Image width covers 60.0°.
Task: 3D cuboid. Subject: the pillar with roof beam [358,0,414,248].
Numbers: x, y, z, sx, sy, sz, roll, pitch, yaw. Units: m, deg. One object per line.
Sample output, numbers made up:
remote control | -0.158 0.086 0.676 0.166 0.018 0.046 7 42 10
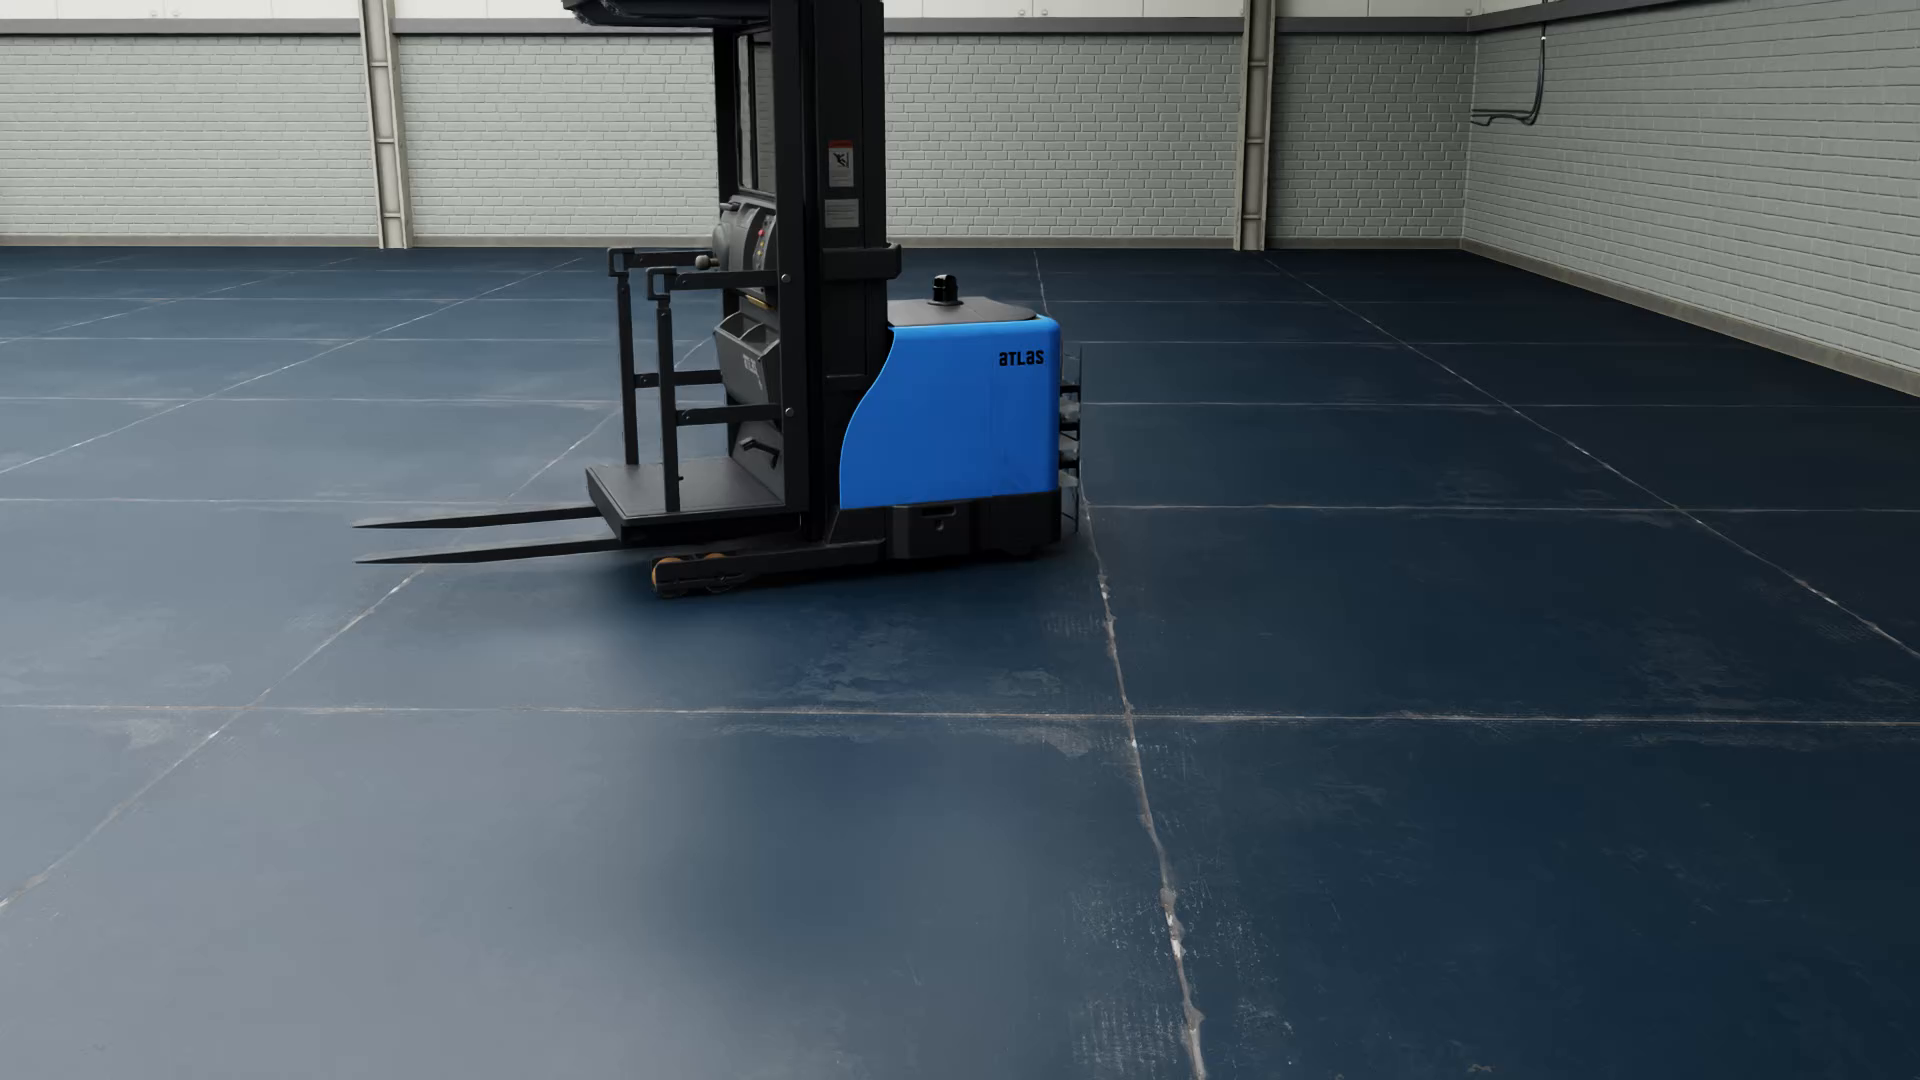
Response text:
pillar with roof beam | -8.073 -7.391 18.215 0.400 9.000 9.100 0 15 1

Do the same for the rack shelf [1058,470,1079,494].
rack shelf | 0.425 -0.276 7.958 0.200 0.077 0.258 -5 16 -20

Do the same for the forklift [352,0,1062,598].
forklift | -1.113 -1.329 7.133 3.031 2.935 1.130 -5 16 -20

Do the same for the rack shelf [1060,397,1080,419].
rack shelf | 0.425 -0.624 7.866 0.200 0.077 0.258 -5 16 -20

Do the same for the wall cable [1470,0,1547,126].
wall cable | 6.945 -6.553 21.125 0.112 2.526 3.097 0 15 1

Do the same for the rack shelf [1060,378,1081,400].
rack shelf | 0.425 -0.711 7.843 0.200 0.077 0.258 -5 16 -20

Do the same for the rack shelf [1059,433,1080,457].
rack shelf | 0.425 -0.450 7.912 0.200 0.077 0.258 -5 16 -20

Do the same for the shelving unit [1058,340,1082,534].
shelving unit | 0.425 -0.482 7.903 0.210 0.900 0.258 -5 16 -20

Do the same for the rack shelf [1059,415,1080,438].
rack shelf | 0.425 -0.537 7.889 0.200 0.077 0.258 -5 16 -20

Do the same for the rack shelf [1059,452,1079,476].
rack shelf | 0.425 -0.363 7.935 0.200 0.077 0.258 -5 16 -20

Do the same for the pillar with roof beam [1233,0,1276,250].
pillar with roof beam | 3.924 -7.313 17.918 0.400 9.000 9.100 0 15 1

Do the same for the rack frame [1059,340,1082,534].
rack frame | 0.520 -0.491 7.937 0.006 0.900 0.240 -5 16 -20
